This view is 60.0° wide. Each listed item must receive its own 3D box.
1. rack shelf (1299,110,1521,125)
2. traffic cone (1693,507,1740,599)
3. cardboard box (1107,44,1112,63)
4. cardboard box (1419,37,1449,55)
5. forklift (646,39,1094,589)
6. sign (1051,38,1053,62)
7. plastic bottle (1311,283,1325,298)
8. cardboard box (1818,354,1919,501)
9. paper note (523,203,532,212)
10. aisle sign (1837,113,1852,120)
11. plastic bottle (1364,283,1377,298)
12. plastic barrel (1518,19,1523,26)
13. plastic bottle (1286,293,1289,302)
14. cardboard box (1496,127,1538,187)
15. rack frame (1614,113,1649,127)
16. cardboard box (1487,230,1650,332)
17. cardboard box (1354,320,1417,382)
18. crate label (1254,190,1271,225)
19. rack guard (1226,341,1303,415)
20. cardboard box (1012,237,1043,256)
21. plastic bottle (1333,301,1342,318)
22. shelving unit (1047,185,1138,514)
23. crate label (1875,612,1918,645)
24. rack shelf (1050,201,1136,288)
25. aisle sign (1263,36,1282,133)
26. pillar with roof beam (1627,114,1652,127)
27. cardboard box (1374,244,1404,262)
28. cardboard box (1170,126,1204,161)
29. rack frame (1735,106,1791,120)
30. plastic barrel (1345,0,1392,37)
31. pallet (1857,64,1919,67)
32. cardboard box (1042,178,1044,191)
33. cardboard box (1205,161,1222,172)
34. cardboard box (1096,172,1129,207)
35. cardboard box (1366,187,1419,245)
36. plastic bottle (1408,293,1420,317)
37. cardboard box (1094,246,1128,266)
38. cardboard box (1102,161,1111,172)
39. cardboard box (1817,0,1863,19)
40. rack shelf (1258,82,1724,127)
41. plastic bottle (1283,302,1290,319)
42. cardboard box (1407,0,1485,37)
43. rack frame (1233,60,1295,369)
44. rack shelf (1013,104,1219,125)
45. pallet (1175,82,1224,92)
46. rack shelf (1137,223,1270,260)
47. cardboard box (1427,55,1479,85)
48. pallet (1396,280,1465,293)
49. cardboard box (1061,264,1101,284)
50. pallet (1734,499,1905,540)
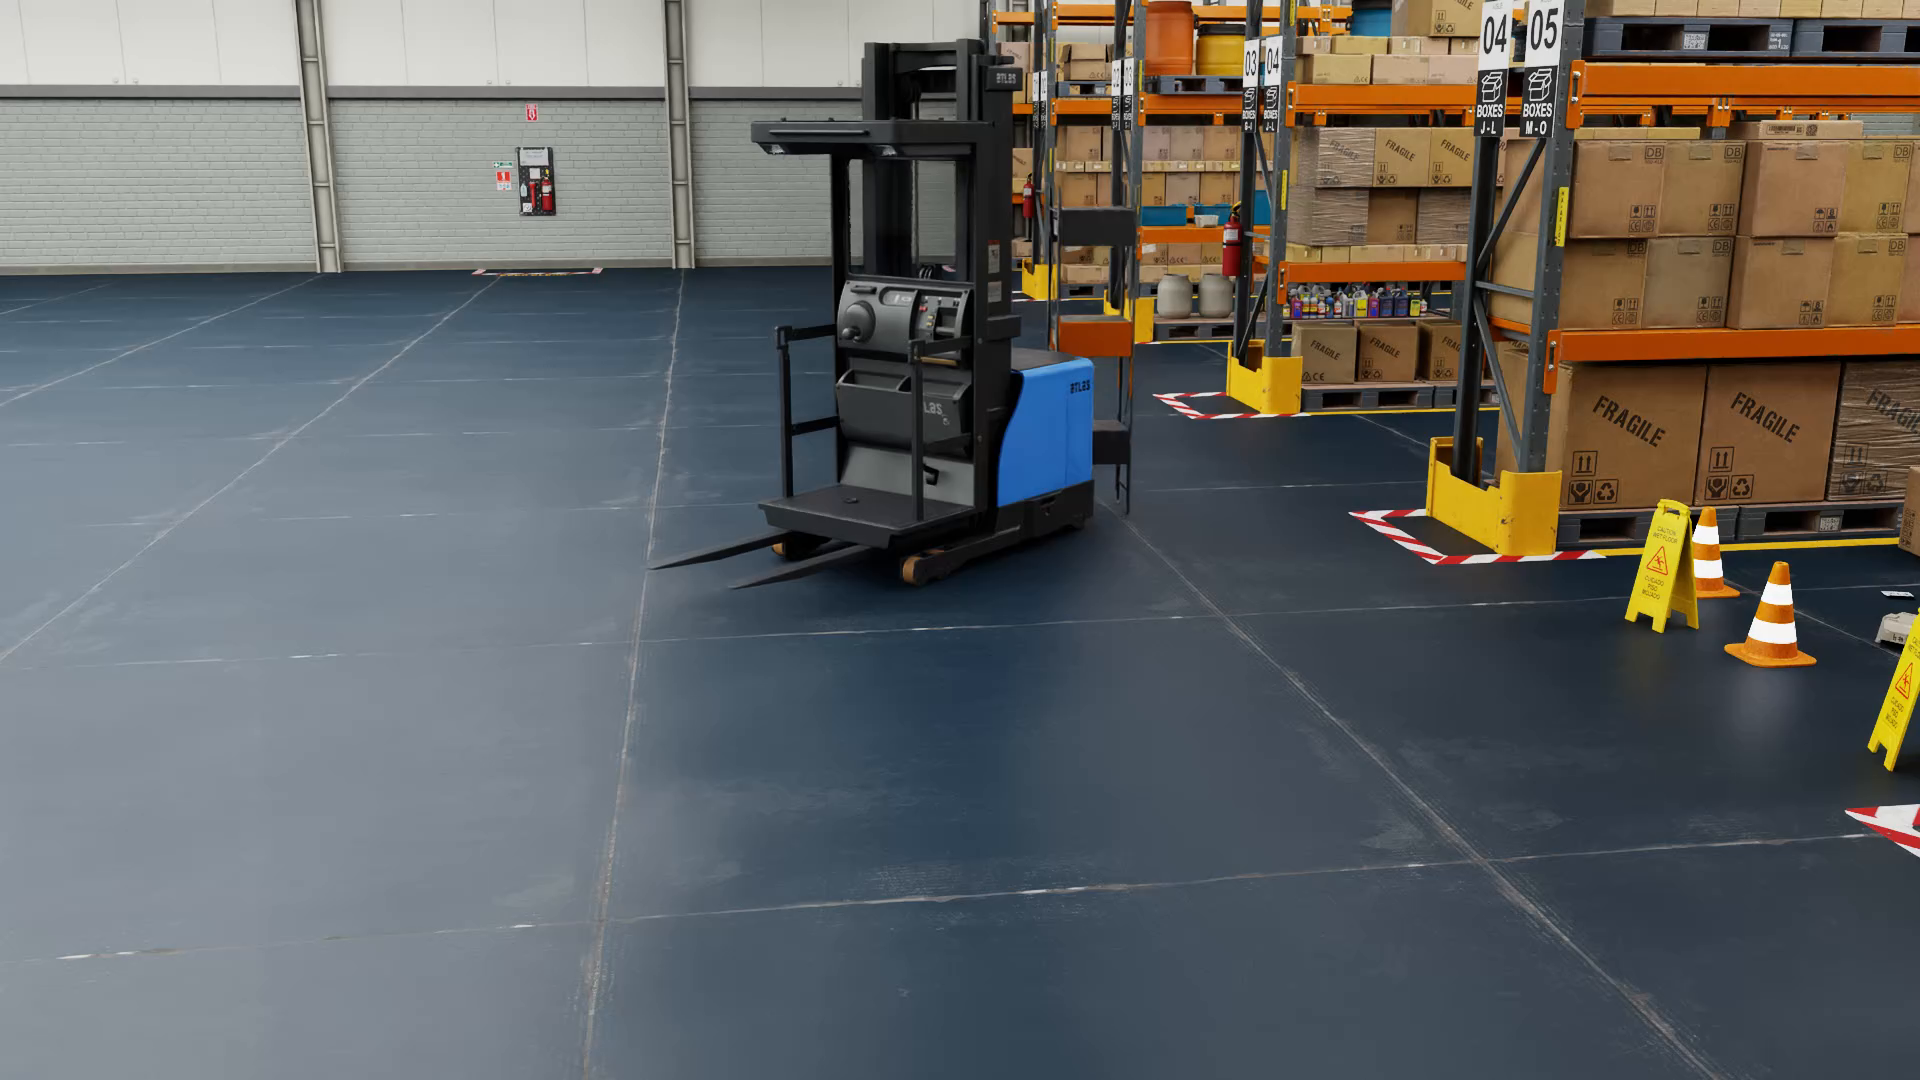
[{"bbox_3d":[7.145,-6.406,24.911,4.000,0.370,1.077,-2,14,-8],"label":"rack shelf"},{"bbox_3d":[4.060,0.050,9.070,0.334,0.463,0.336,-2,14,-8],"label":"traffic cone"},{"bbox_3d":[2.385,-8.402,29.089,0.500,0.500,0.500,-2,14,-8],"label":"cardboard box"},{"bbox_3d":[4.014,-4.255,14.343,0.250,0.149,0.380,-2,14,-8],"label":"cardboard box"},{"bbox_3d":[-0.458,-1.303,9.393,1.130,2.935,3.031,11,18,37],"label":"forklift"},{"bbox_3d":[1.289,-6.866,23.307,0.005,0.325,0.100,-2,14,-8],"label":"sign"},{"bbox_3d":[4.435,-3.013,20.609,0.185,0.351,0.144,-2,14,-9],"label":"plastic bottle"},{"bbox_3d":[5.756,-0.781,10.675,0.875,0.875,0.875,-2,14,-8],"label":"cardboard box"},{"bbox_3d":[-7.534,-5.792,28.963,0.142,0.148,0.016,-2,14,-8],"label":"paper note"},{"bbox_3d":[16.408,-8.045,30.790,0.004,0.787,0.394,-2,14,-8],"label":"aisle sign"},{"bbox_3d":[5.063,-3.000,20.559,0.185,0.351,0.144,-2,14,-8],"label":"plastic bottle"},{"bbox_3d":[7.019,-5.828,20.098,0.600,0.901,0.600,0,14,0],"label":"plastic barrel"},{"bbox_3d":[3.967,-2.936,20.440,0.133,0.283,0.061,-2,14,-8],"label":"plastic bottle"},{"bbox_3d":[4.752,-3.386,14.684,0.500,0.500,0.500,-2,14,-8],"label":"cardboard box"},{"bbox_3d":[12.337,-6.709,30.806,0.127,3.000,1.000,-2,14,-8],"label":"rack frame"},{"bbox_3d":[3.684,-1.600,10.126,0.550,0.550,0.875,-2,14,-8],"label":"cardboard box"},{"bbox_3d":[3.890,-1.739,15.265,0.500,0.500,0.500,2,14,6],"label":"cardboard box"},{"bbox_3d":[3.726,-4.040,20.091,0.616,0.435,0.502,-2,14,-8],"label":"crate label"},{"bbox_3d":[2.760,-1.490,15.134,0.348,0.500,1.175,-2,14,-8],"label":"rack guard"},{"bbox_3d":[1.168,-5.186,29.359,0.500,0.311,0.500,-4,15,-15],"label":"cardboard box"},{"bbox_3d":[4.525,-2.765,19.928,0.097,0.201,0.097,0,14,0],"label":"plastic bottle"},{"bbox_3d":[0.843,-1.229,10.803,0.503,2.100,0.431,-1,14,-6],"label":"shelving unit"},{"bbox_3d":[4.660,0.449,8.150,0.298,0.136,0.250,-11,18,-37],"label":"crate label"},{"bbox_3d":[0.844,-1.895,10.636,0.480,0.518,0.431,-1,14,-6],"label":"rack shelf"},{"bbox_3d":[2.668,-3.886,14.206,0.004,0.787,0.394,-2,14,-8],"label":"aisle sign"},{"bbox_3d":[13.541,-8.816,26.878,0.400,9.000,9.100,-2,14,-8],"label":"pillar with roof beam"},{"bbox_3d":[3.745,-2.554,14.758,0.250,0.149,0.380,-2,14,-8],"label":"cardboard box"},{"bbox_3d":[3.241,-5.833,24.441,0.500,0.500,0.700,-2,14,-8],"label":"cardboard box"},{"bbox_3d":[9.857,-4.181,20.726,0.127,3.000,1.000,-2,14,-8],"label":"rack frame"},{"bbox_3d":[4.902,-5.927,19.629,0.708,0.901,0.600,-2,14,-8],"label":"plastic barrel"},{"bbox_3d":[8.291,-4.243,15.195,1.003,0.211,1.213,-2,14,-8],"label":"pallet"},{"bbox_3d":[1.512,-6.174,28.942,0.500,0.250,0.500,-3,14,-10],"label":"cardboard box"},{"bbox_3d":[3.675,-5.483,24.381,0.250,0.149,0.380,-2,14,-7],"label":"cardboard box"},{"bbox_3d":[2.194,-5.165,24.445,0.500,0.500,0.700,-2,14,-7],"label":"cardboard box"},{"bbox_3d":[3.709,-2.952,15.011,0.500,0.500,0.875,-2,14,-8],"label":"cardboard box"},{"bbox_3d":[5.475,-2.835,20.039,0.133,0.283,0.061,-1,14,-5],"label":"plastic bottle"},{"bbox_3d":[2.270,-4.301,24.451,0.500,0.500,0.500,-2,14,-8],"label":"cardboard box"},{"bbox_3d":[2.140,-5.427,24.156,0.250,0.149,0.380,-2,14,-8],"label":"cardboard box"},{"bbox_3d":[4.958,-3.069,9.574,0.250,0.149,0.380,-2,14,-9],"label":"cardboard box"},{"bbox_3d":[4.662,-3.878,14.831,4.000,0.370,1.077,-2,14,-8],"label":"rack shelf"},{"bbox_3d":[3.888,-2.741,19.835,0.097,0.201,0.097,0,14,0],"label":"plastic bottle"},{"bbox_3d":[4.193,-4.578,14.300,0.500,0.500,0.500,-2,14,-9],"label":"cardboard box"},{"bbox_3d":[2.684,-2.699,14.819,0.127,3.000,1.000,-2,14,-8],"label":"rack frame"},{"bbox_3d":[2.448,-7.452,29.083,4.000,0.370,1.077,-2,14,-8],"label":"rack shelf"},{"bbox_3d":[3.124,-6.559,24.224,1.213,0.211,1.003,-2,14,-8],"label":"pallet"},{"bbox_3d":[3.924,-3.614,19.946,4.000,0.370,1.077,-2,14,-8],"label":"rack shelf"},{"bbox_3d":[4.199,-4.074,14.442,0.500,0.250,0.500,-2,14,-9],"label":"cardboard box"},{"bbox_3d":[7.099,-3.956,25.562,1.213,0.211,1.003,-2,14,-8],"label":"pallet"},{"bbox_3d":[1.776,-3.918,24.469,0.500,0.250,0.500,-2,14,-8],"label":"cardboard box"},{"bbox_3d":[5.306,-0.241,10.750,1.213,0.211,1.003,-2,14,-8],"label":"pallet"}]
